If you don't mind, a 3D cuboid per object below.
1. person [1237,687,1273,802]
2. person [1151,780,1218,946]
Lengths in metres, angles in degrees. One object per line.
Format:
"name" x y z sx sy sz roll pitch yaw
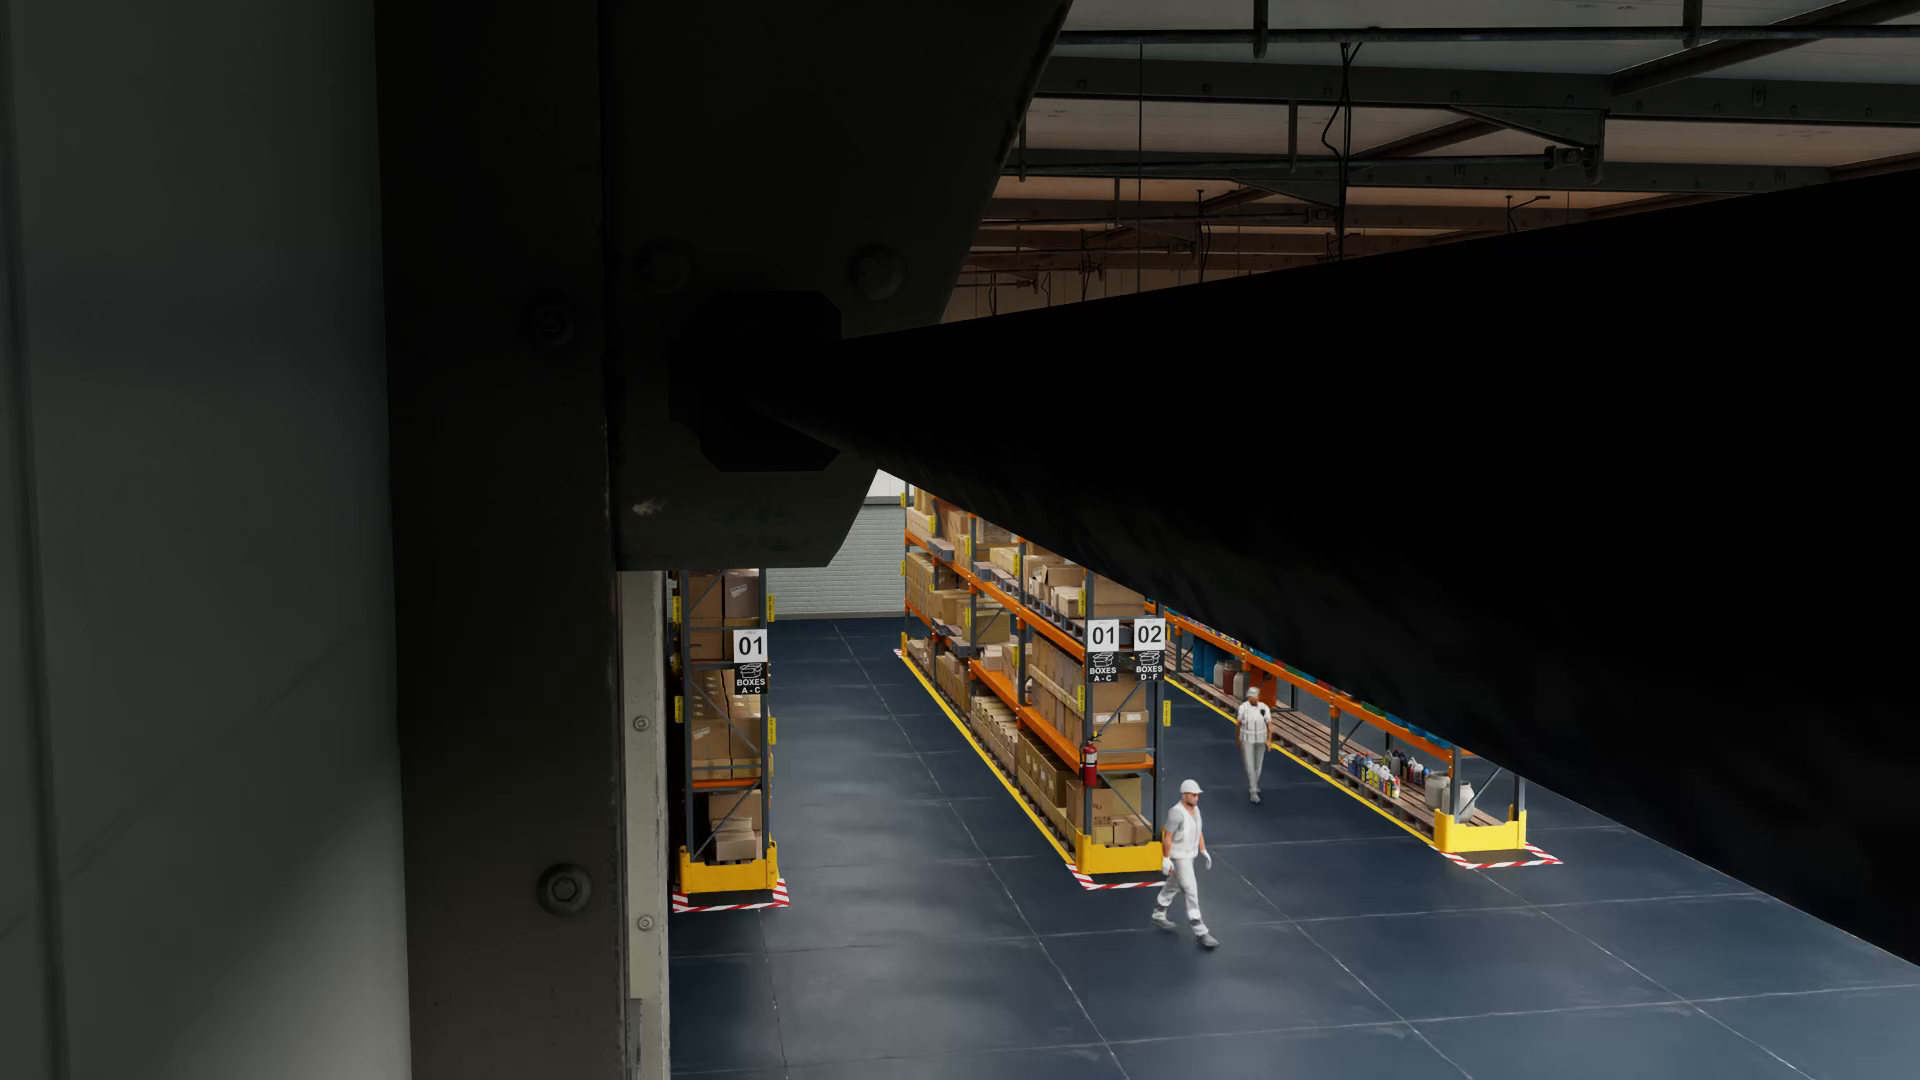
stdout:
"person" 4.349 2.970 24.436 0.501 1.627 0.900 0 6 -2
"person" 2.536 3.523 18.469 0.940 1.742 0.562 4 7 32
